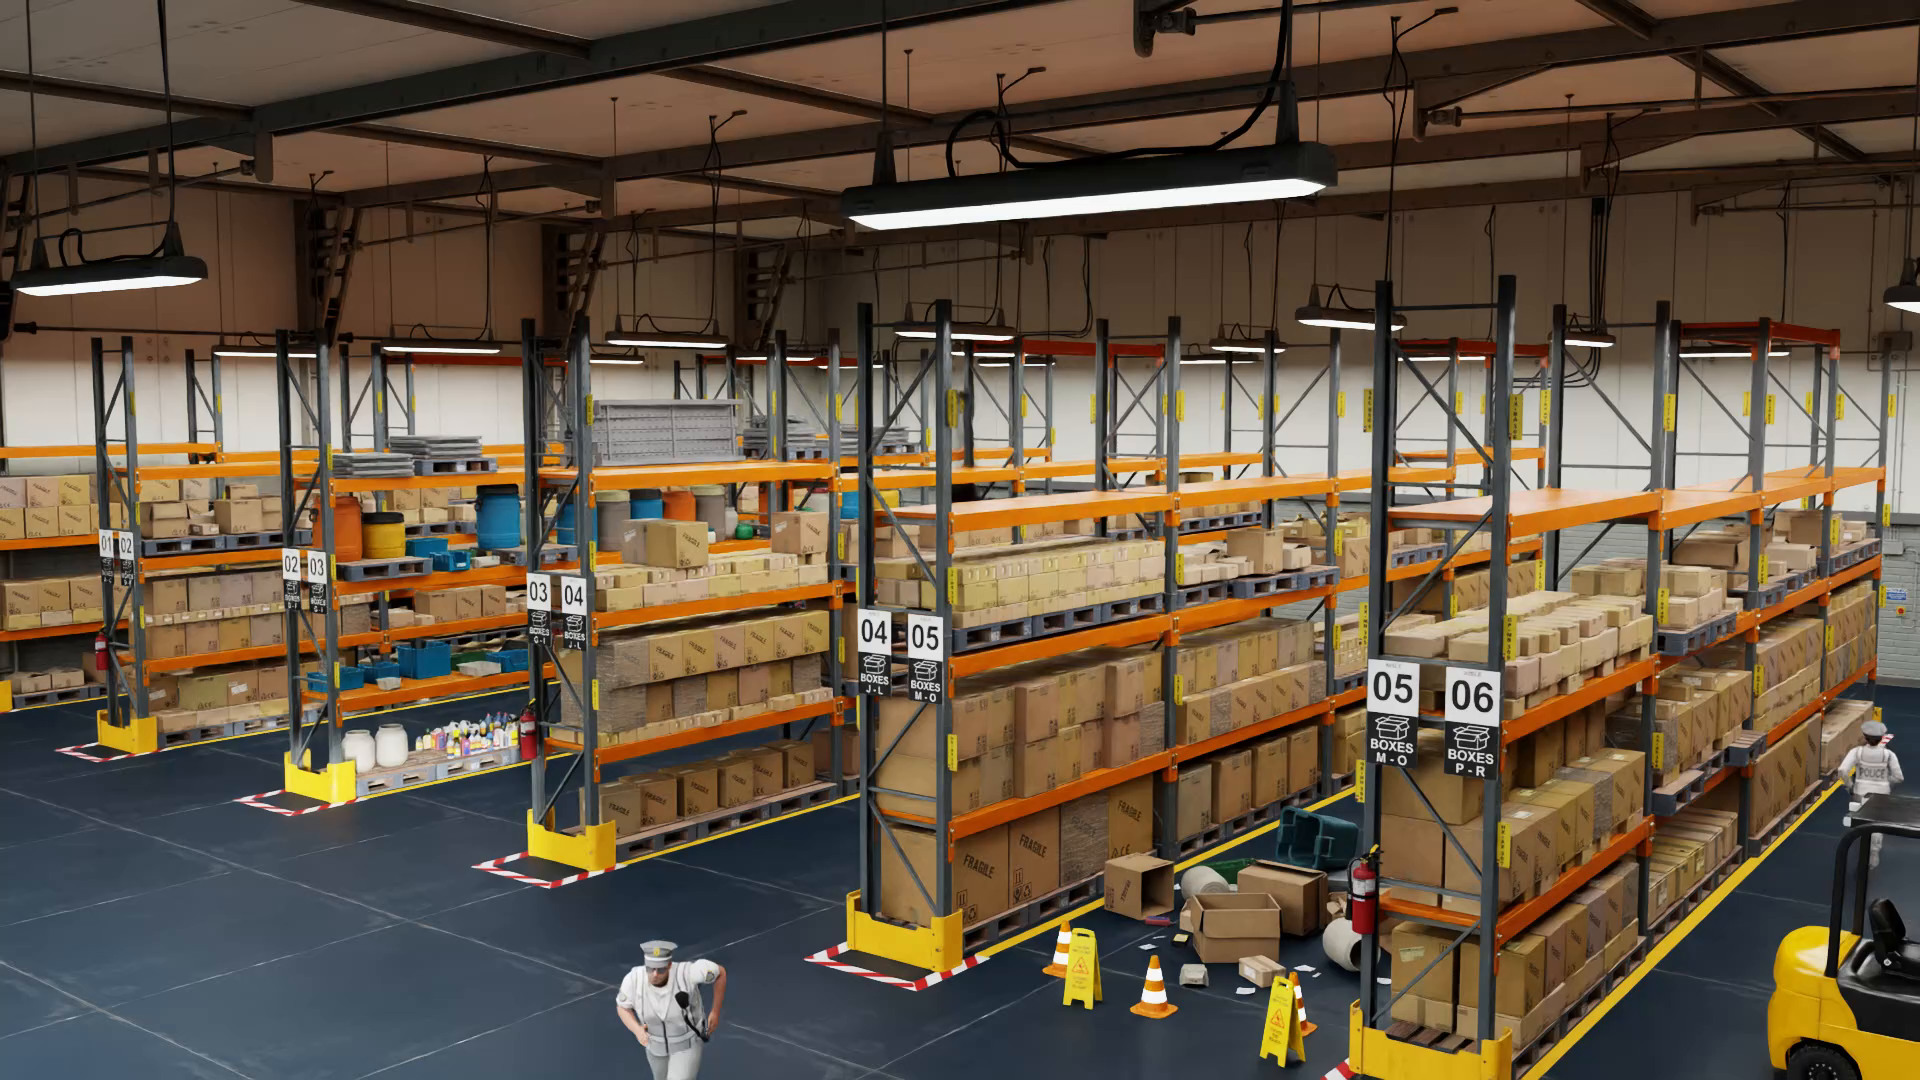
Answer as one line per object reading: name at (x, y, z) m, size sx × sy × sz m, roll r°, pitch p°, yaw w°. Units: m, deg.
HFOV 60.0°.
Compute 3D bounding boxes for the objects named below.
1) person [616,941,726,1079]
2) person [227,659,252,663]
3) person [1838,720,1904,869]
person at (-1.904, 3.413, 11.149) m, size 0.708 × 1.708 × 1.014 m, roll 0°, pitch 5°, yaw 3°
person at (-12.398, 1.945, 28.440) m, size 0.636 × 1.496 × 0.864 m, roll 1°, pitch 5°, yaw 9°
person at (9.802, 2.799, 17.919) m, size 0.627 × 1.700 × 0.760 m, roll 3°, pitch 6°, yaw 30°
